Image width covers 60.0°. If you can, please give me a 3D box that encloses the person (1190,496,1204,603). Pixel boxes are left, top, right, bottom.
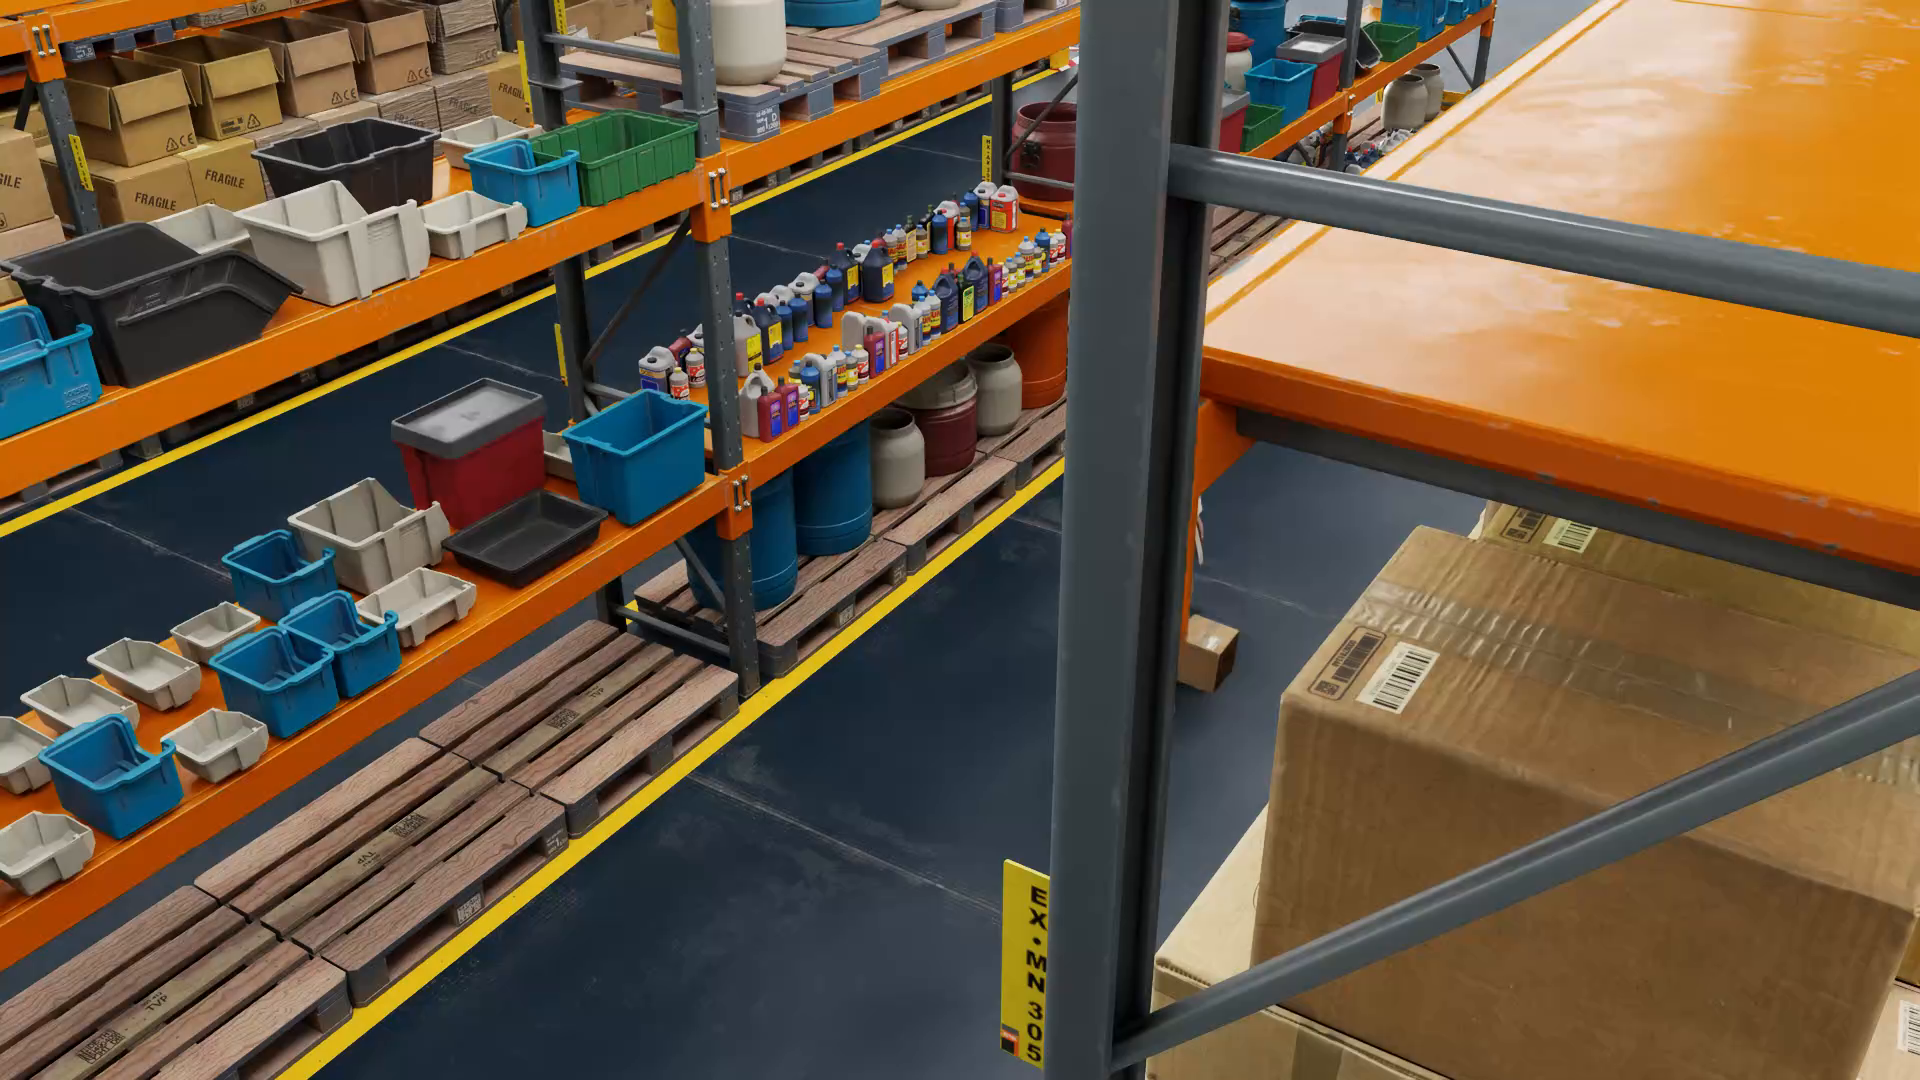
[{"bbox_3d":[1.013,-0.023,8.183,0.425,1.775,0.606,16,34,26],"label":"person"}]
